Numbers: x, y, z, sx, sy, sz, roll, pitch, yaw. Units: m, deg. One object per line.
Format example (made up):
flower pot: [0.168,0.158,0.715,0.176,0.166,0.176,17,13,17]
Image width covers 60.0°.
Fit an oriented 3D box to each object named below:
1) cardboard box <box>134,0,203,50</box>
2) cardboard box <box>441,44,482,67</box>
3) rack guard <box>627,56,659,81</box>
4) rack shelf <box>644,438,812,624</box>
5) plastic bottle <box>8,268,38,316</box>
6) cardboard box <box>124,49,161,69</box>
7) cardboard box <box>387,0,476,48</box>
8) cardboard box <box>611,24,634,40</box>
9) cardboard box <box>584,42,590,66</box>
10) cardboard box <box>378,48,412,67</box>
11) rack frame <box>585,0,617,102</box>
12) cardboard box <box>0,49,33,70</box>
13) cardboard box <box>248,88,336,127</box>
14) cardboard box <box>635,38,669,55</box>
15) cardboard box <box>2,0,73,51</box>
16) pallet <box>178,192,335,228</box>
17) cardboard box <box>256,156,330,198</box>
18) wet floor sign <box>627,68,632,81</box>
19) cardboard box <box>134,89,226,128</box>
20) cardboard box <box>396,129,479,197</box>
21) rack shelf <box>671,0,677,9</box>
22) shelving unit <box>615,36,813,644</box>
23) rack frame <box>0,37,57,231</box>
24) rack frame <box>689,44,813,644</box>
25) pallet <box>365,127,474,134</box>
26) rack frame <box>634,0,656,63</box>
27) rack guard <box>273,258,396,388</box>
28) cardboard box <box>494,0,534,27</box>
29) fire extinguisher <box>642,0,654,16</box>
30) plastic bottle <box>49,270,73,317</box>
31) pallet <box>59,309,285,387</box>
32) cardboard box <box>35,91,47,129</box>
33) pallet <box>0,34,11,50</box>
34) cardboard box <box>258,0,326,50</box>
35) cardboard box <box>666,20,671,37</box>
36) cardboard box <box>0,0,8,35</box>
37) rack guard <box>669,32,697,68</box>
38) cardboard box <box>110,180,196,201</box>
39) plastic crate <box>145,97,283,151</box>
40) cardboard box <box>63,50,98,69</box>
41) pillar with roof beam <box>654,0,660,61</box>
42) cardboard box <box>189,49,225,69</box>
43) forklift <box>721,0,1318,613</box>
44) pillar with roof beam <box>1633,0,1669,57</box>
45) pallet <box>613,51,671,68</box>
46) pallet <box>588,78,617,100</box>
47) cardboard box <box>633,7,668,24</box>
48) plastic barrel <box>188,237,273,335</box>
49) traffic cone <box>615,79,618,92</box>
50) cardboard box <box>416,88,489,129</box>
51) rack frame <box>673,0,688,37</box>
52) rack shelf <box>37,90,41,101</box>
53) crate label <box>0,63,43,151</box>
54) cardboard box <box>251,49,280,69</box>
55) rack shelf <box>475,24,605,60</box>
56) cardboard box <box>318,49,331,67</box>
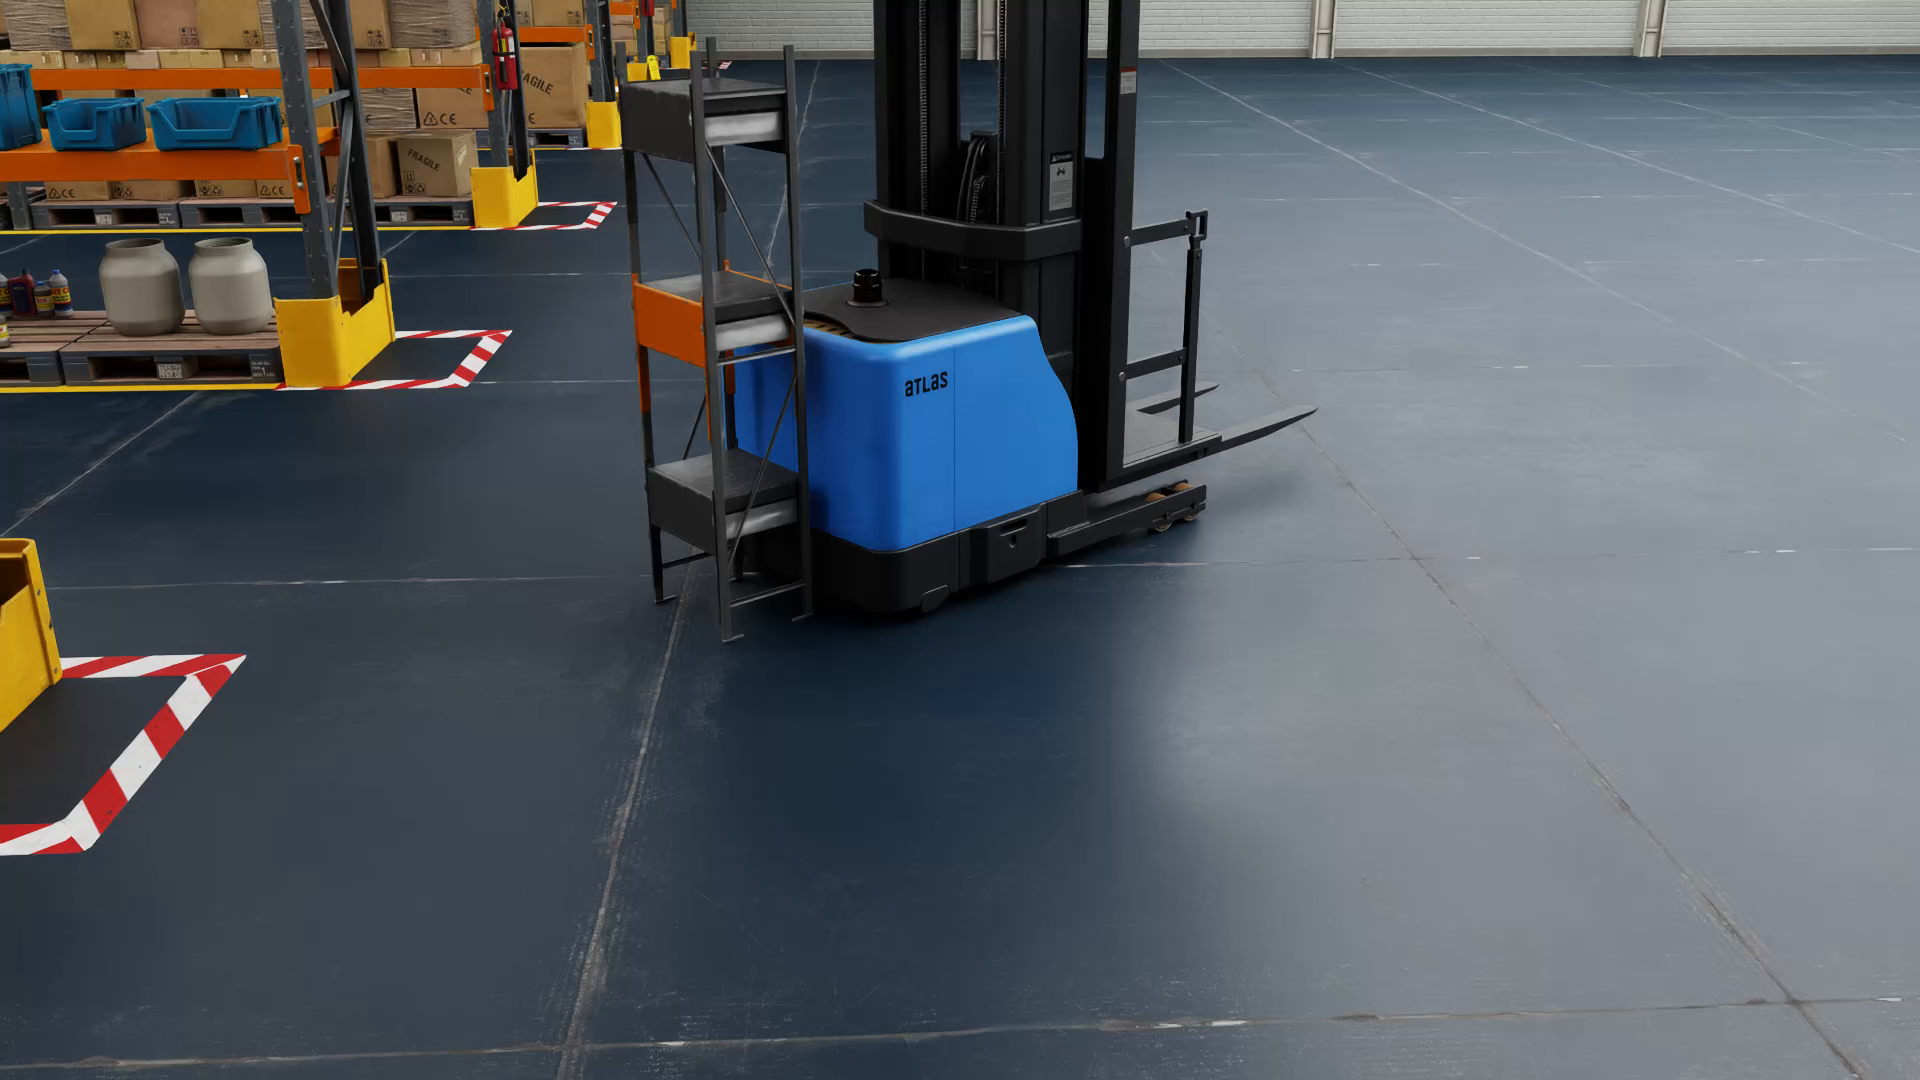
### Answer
cardboard box: [-6.435,-4.384,13.860,0.500,0.500,0.875,-1,21,-3]
cardboard box: [-4.162,-4.052,13.901,0.250,0.149,0.380,-1,21,-3]
rack guard: [-4.531,-6.599,23.751,0.348,0.500,1.175,-1,21,-3]
rack shelf: [-0.875,-0.045,6.294,0.431,0.518,0.480,-17,26,-37]
plastic bottle: [-5.662,-1.501,10.047,0.133,0.283,0.061,-1,21,-2]
cardboard box: [-6.652,-3.961,13.663,0.250,0.149,0.380,-1,21,-3]
cardboard box: [-4.440,-4.433,13.989,0.500,0.500,0.875,-1,21,-3]
cardboard box: [-5.712,-8.549,27.932,0.500,0.250,0.500,-1,21,-4]
cardboard box: [-5.240,-6.921,23.305,0.500,0.500,0.500,-1,21,-3]
cardboard box: [-4.658,-4.024,13.827,0.250,0.149,0.380,-1,21,-3]
rack frame: [-4.072,-6.012,18.697,0.127,3.000,1.000,-1,21,-3]
cardboard box: [-7.651,-3.947,13.626,0.250,0.149,0.380,-1,21,-3]
cardboard box: [-7.433,-5.122,18.755,0.875,0.875,0.875,-1,21,-2]
cardboard box: [-5.193,-8.321,28.036,0.500,0.250,0.500,-1,21,-3]
cardboard box: [-7.430,-4.340,13.746,0.500,0.500,0.875,-1,21,-3]
pallet: [-5.993,-2.916,14.483,1.213,0.211,1.003,-1,21,-3]
cardboard box: [-5.735,-3.239,14.337,0.500,0.500,0.500,1,21,2]
wet floor sign: [-4.156,-5.616,20.965,0.232,0.644,0.267,-5,21,-12]
cardboard box: [-8.680,-5.031,18.692,0.750,0.750,1.050,-1,21,-3]
cardboard box: [-4.514,-3.270,14.416,0.500,0.500,0.500,3,21,7]
rack shelf: [-6.739,-9.155,27.963,4.000,0.370,1.077,-1,21,-3]
shelving unit: [-0.875,-0.712,6.040,0.431,2.100,0.503,-17,26,-37]
rack frame: [-7.883,-4.167,13.850,0.127,3.000,1.000,-1,21,-3]
rack frame: [-0.718,-0.646,5.866,0.400,2.100,0.015,-17,26,-37]
pallet: [-6.080,-4.641,19.015,1.213,0.211,1.003,-1,21,-3]
rack frame: [-4.455,-7.769,23.310,0.127,3.000,1.000,-1,21,-3]
rack guard: [-3.680,-1.302,9.839,0.348,0.500,1.175,-1,21,-3]
cardboard box: [-4.987,-6.040,18.559,0.550,0.550,0.875,-1,21,-3]
fire extinguisher: [-4.314,-7.571,22.900,0.183,0.674,0.296,-1,21,-3]
plastic bottle: [-5.434,-1.493,10.044,0.097,0.271,0.097,0,21,0]
pallet: [-4.491,-1.153,9.852,1.213,0.211,1.003,-1,21,-3]
cardboard box: [-10.573,-4.994,18.594,0.750,0.750,1.050,-1,21,-2]
pallet: [-8.654,-4.114,13.979,1.213,0.211,1.003,-1,21,-3]
cardboard box: [-5.434,-4.385,13.864,0.500,0.500,0.875,-1,21,-3]
cardboard box: [-5.223,-8.741,28.436,0.500,0.250,0.500,-1,21,-2]
cardboard box: [-8.684,-4.677,13.757,1.000,1.000,1.000,-1,21,-3]
rack guard: [-4.718,-8.364,28.387,0.348,0.500,1.175,-1,21,-3]
cardboard box: [-6.910,-3.203,14.242,0.500,0.500,0.500,5,22,14]
plastic crate: [-4.089,-2.303,9.163,0.616,0.251,0.499,-1,21,-3]
cardboard box: [-7.153,-3.963,13.666,0.250,0.149,0.380,-1,21,-3]
pillar with roof beam: [-5.243,-11.112,23.661,0.400,9.000,9.100,-1,21,-3]
cardboard box: [-6.154,-3.982,13.718,0.250,0.149,0.380,-1,21,-3]
forklift: [0.447,-1.524,7.004,3.031,2.935,1.130,-19,28,-41]
pillar with roof beam: [12.728,-11.478,24.621,0.400,9.000,9.100,-1,21,-3]
pallet: [-5.503,-8.198,28.358,1.213,0.211,1.003,-1,21,-3]
pallet: [-5.344,-6.460,23.792,1.213,0.211,1.003,-1,21,-3]
cardboard box: [-5.184,-8.790,27.862,0.500,0.250,0.500,0,21,-1]
plastic barrel: [-4.259,-1.482,9.704,0.421,0.512,0.421,0,21,0]
traffic cone: [-4.408,-5.729,21.517,0.334,0.463,0.336,-1,21,-3]
cardboard box: [-5.623,-5.160,18.854,0.875,0.875,0.875,-1,21,-4]
rack frame: [-4.742,-9.532,27.941,0.127,3.000,1.000,-1,21,-3]
rack shelf: [-9.880,-3.790,13.872,4.000,0.370,1.077,-1,21,-3]
crate label: [-5.429,-2.372,9.086,0.616,0.435,0.502,-1,21,-3]
cardboard box: [-5.654,-3.984,13.723,0.250,0.149,0.380,-1,21,-3]
rack shelf: [-6.068,-5.636,18.718,4.000,0.370,1.077,-1,21,-3]
cardboard box: [-5.161,-4.034,13.853,0.250,0.149,0.380,-1,21,-3]
